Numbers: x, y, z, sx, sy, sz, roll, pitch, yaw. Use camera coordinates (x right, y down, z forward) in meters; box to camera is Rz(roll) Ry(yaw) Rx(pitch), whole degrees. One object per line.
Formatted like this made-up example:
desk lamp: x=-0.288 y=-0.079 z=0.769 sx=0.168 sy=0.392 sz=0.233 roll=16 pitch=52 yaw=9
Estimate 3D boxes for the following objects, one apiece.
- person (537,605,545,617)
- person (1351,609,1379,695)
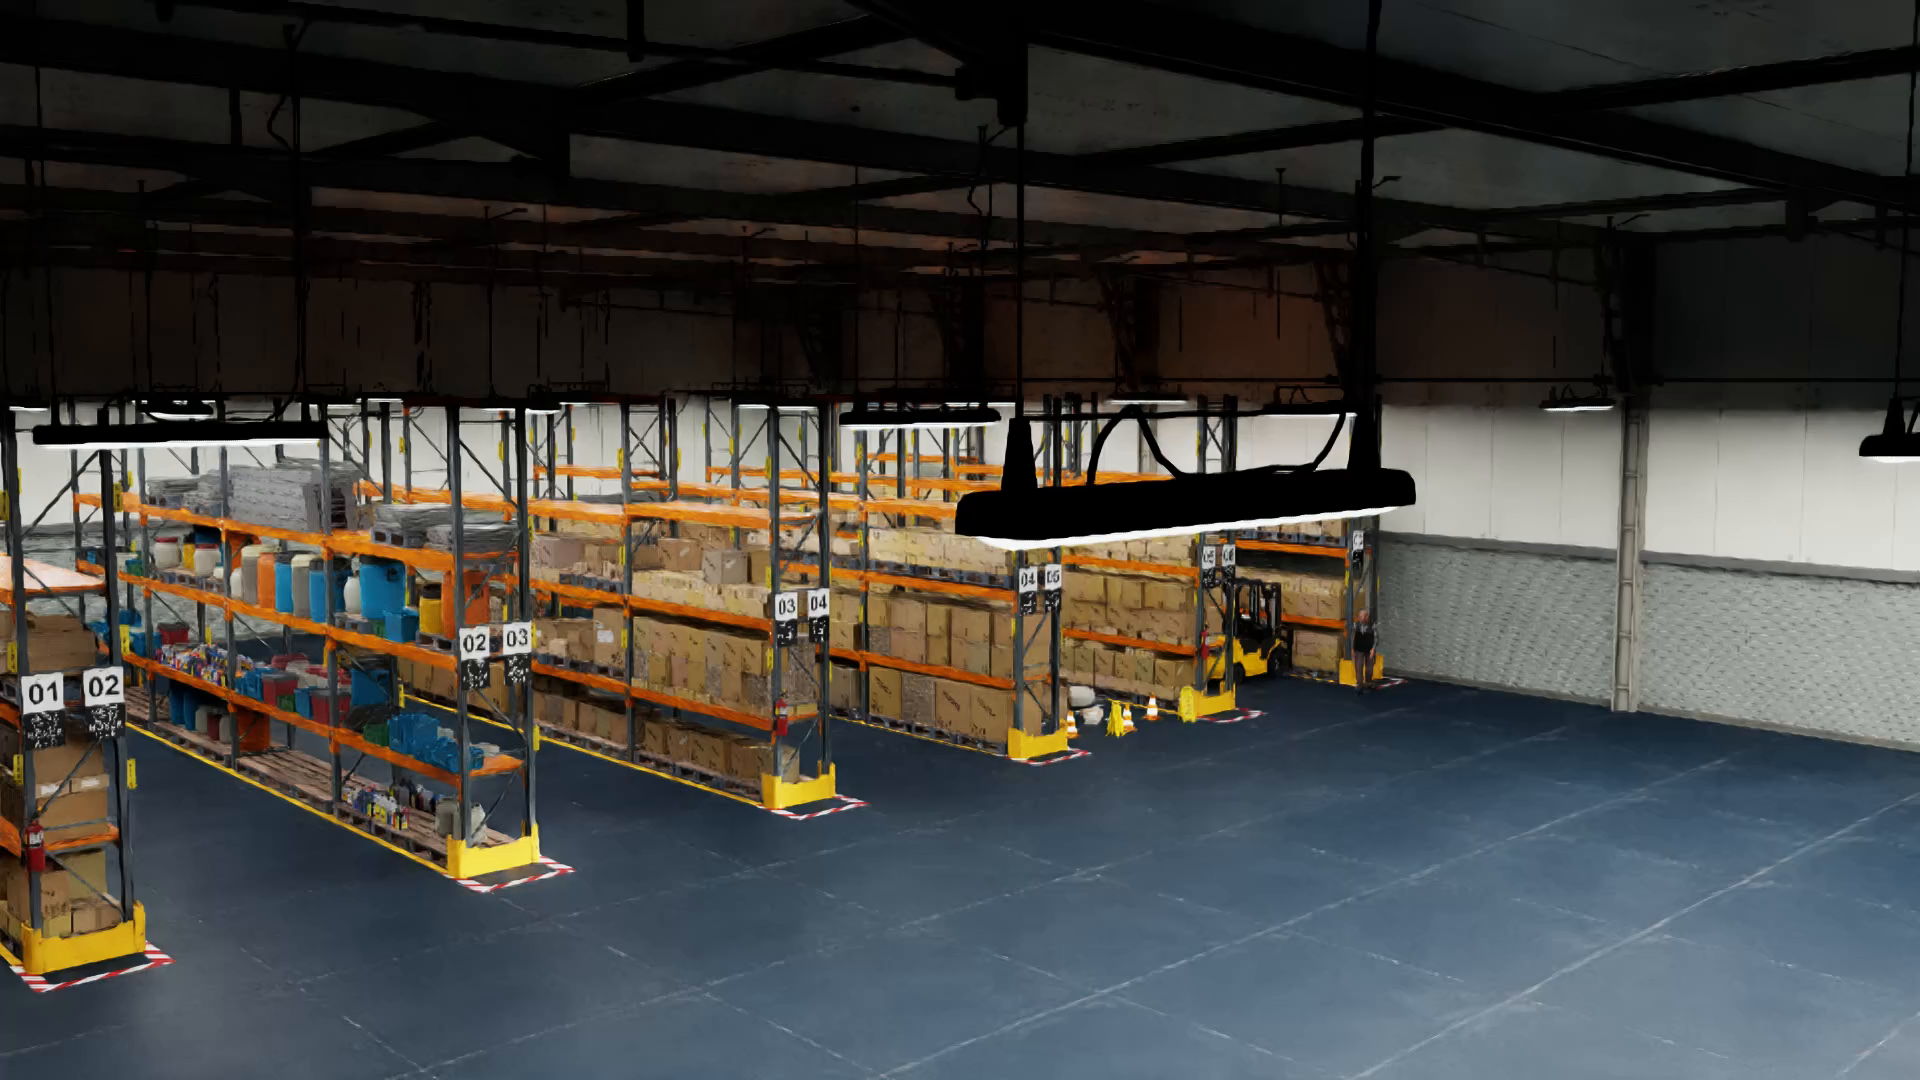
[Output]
person: x=-8.810 y=2.146 z=34.903 sx=0.448 sy=1.588 sz=1.095 roll=-5 pitch=7 yaw=-41
person: x=8.168 y=2.247 z=33.543 sx=0.554 sy=1.711 sz=0.701 roll=2 pitch=6 yaw=18
